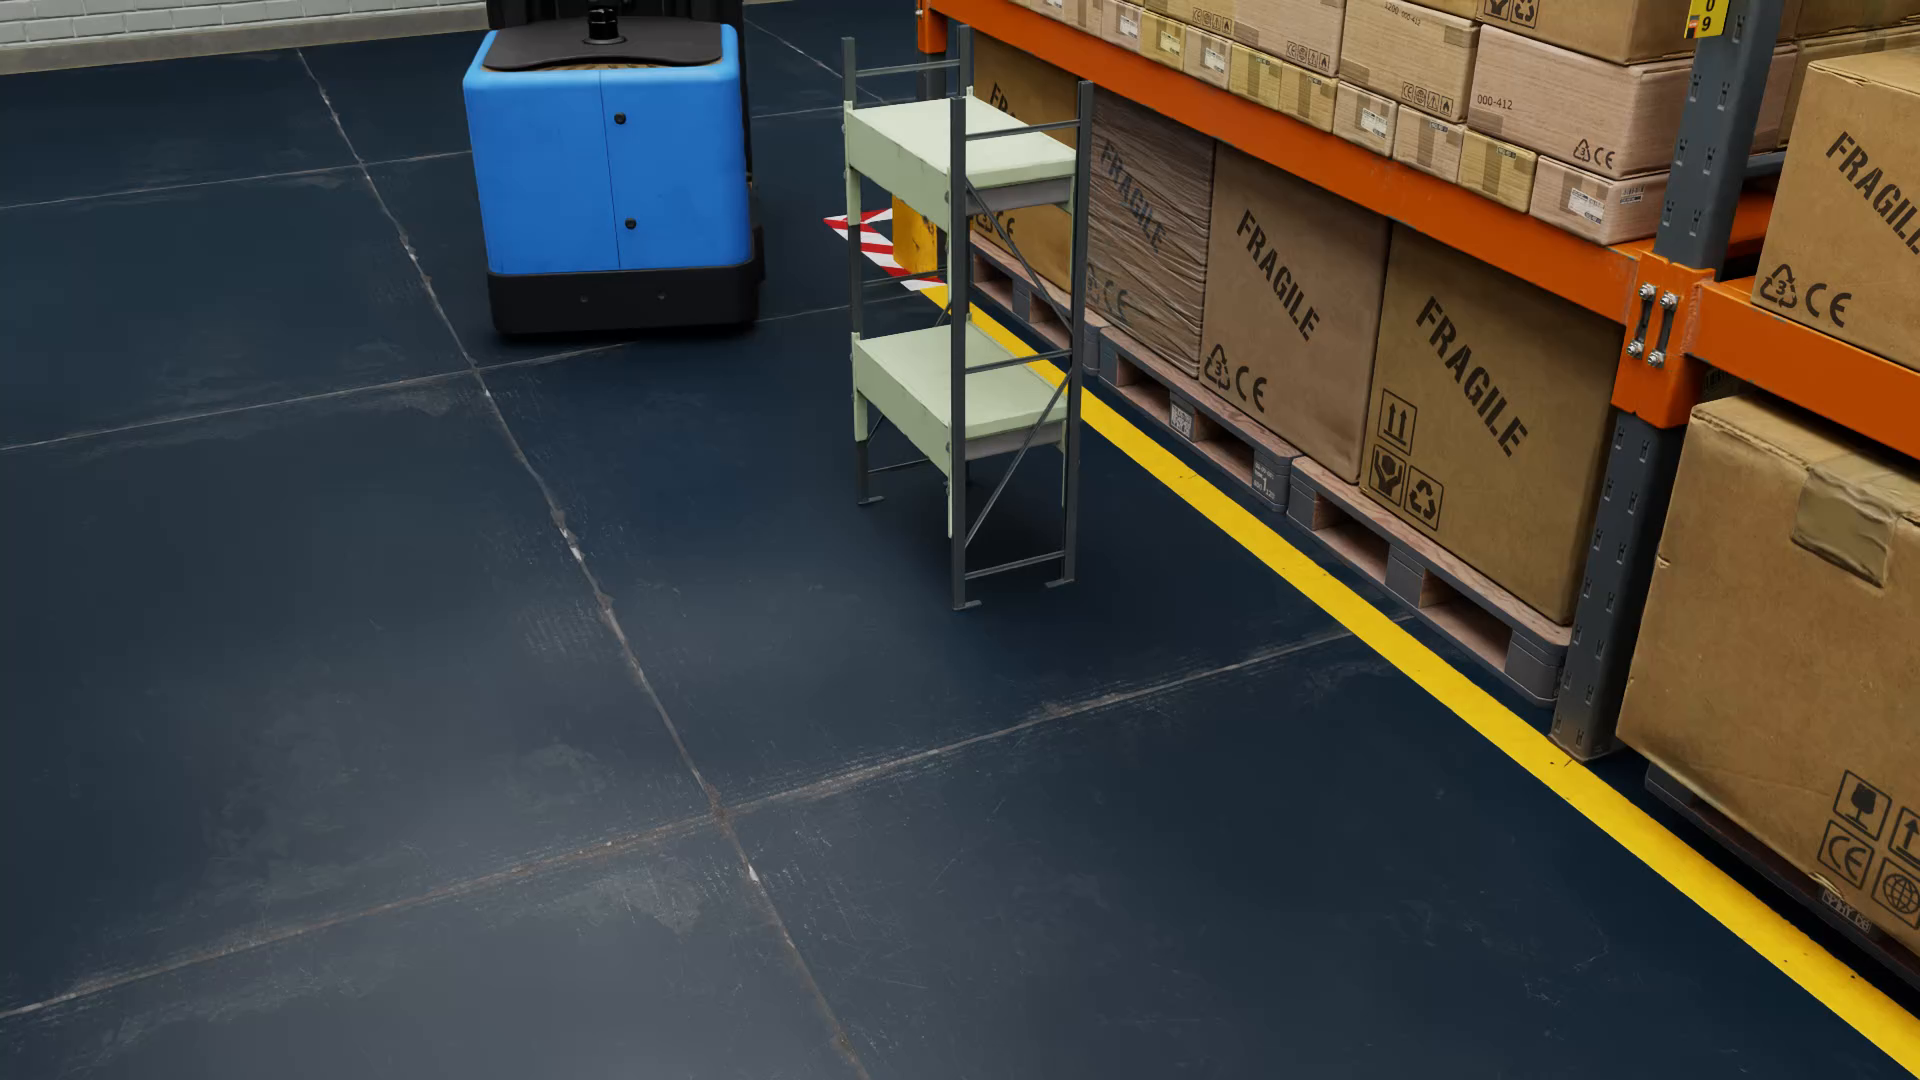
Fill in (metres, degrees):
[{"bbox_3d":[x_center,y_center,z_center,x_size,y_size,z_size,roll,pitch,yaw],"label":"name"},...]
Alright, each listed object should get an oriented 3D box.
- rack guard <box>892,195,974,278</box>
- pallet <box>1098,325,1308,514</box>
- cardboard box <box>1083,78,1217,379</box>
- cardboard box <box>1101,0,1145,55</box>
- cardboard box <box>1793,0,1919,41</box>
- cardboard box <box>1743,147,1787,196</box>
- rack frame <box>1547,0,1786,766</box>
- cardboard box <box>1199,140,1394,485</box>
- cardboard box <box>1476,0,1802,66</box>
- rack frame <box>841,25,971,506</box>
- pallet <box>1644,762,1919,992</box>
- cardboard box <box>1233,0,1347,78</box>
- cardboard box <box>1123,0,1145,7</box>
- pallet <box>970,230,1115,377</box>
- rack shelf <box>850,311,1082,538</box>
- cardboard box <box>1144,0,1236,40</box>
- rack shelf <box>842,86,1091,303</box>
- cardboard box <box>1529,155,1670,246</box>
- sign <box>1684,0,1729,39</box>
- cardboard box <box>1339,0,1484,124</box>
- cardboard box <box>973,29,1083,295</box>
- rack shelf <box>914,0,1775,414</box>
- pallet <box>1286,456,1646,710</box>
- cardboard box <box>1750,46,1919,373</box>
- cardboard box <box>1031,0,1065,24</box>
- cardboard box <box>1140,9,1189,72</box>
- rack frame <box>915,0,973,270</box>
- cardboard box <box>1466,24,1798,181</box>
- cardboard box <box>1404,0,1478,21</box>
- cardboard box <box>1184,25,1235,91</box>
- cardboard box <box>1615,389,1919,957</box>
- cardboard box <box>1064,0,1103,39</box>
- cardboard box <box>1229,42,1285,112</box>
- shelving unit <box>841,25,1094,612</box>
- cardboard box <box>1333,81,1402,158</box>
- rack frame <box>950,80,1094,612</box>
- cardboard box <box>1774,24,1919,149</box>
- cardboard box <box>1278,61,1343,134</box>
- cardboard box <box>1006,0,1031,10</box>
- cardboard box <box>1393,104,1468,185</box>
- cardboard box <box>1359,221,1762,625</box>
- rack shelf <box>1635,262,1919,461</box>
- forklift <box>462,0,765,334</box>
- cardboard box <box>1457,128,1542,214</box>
[{"bbox_3d":[0.278,-1.554,7.510,1.175,0.500,0.348,-13,32,-22],"label":"rack guard"},{"bbox_3d":[1.222,-0.542,6.001,1.003,0.211,1.213,-13,32,-22],"label":"pallet"},{"bbox_3d":[1.026,-1.222,6.106,0.875,0.875,0.875,-13,32,-22],"label":"cardboard box"},{"bbox_3d":[0.696,-1.730,5.526,0.380,0.149,0.250,-13,32,-23],"label":"cardboard box"},{"bbox_3d":[2.030,-1.523,3.982,0.500,0.500,0.500,-13,32,-22],"label":"cardboard box"},{"bbox_3d":[2.178,-0.958,4.148,0.380,0.149,0.250,-13,32,-22],"label":"cardboard box"},{"bbox_3d":[2.005,-0.867,3.729,1.000,3.000,0.127,-13,32,-22],"label":"rack frame"},{"bbox_3d":[1.408,-0.829,5.404,0.875,0.875,0.875,-13,32,-22],"label":"cardboard box"},{"bbox_3d":[1.566,-1.405,3.771,0.500,0.500,0.500,-12,31,-21],"label":"cardboard box"},{"bbox_3d":[-0.154,-0.813,5.166,0.400,1.500,0.023,-13,32,-22],"label":"rack frame"},{"bbox_3d":[2.404,0.675,3.831,1.003,0.211,1.213,-13,32,-22],"label":"pallet"},{"bbox_3d":[1.135,-1.524,4.751,0.500,0.250,0.500,-12,32,-21],"label":"cardboard box"},{"bbox_3d":[0.692,-1.978,5.560,0.500,0.250,0.500,-14,32,-24],"label":"cardboard box"},{"bbox_3d":[0.702,-1.080,6.961,1.003,0.211,1.213,-13,32,-22],"label":"pallet"},{"bbox_3d":[0.003,-0.367,5.037,0.431,0.370,0.720,-13,32,-22],"label":"rack shelf"},{"bbox_3d":[0.920,-1.749,5.151,0.500,0.250,0.500,-14,32,-23],"label":"cardboard box"},{"bbox_3d":[0.003,-0.992,4.687,0.431,0.370,0.720,-13,32,-22],"label":"rack shelf"},{"bbox_3d":[1.578,-0.823,3.908,0.380,0.149,0.250,-13,32,-22],"label":"cardboard box"},{"bbox_3d":[1.504,-1.162,3.289,0.100,0.325,0.005,-13,32,-22],"label":"sign"},{"bbox_3d":[1.354,-1.299,4.349,0.500,0.250,0.500,-12,31,-20],"label":"cardboard box"},{"bbox_3d":[0.635,-1.624,6.822,0.875,0.875,0.875,-13,32,-22],"label":"cardboard box"},{"bbox_3d":[1.146,-1.436,5.480,1.077,0.370,4.000,-13,32,-22],"label":"rack shelf"},{"bbox_3d":[1.749,-0.003,5.039,1.003,0.211,1.213,-13,32,-22],"label":"pallet"},{"bbox_3d":[1.977,-0.655,3.248,0.500,0.500,0.500,-13,32,-22],"label":"cardboard box"},{"bbox_3d":[0.477,-1.957,5.930,0.380,0.149,0.250,-14,32,-23],"label":"cardboard box"},{"bbox_3d":[0.804,-1.619,5.327,0.380,0.149,0.250,-14,32,-23],"label":"cardboard box"},{"bbox_3d":[0.288,-2.634,6.880,1.000,3.000,0.127,-13,32,-22],"label":"rack frame"},{"bbox_3d":[1.578,-1.071,3.942,0.500,0.250,0.500,-14,32,-23],"label":"cardboard box"},{"bbox_3d":[1.355,-1.627,4.167,0.500,0.500,0.500,-13,32,-21],"label":"cardboard box"},{"bbox_3d":[0.918,-1.503,5.121,0.380,0.149,0.250,-13,32,-21],"label":"cardboard box"},{"bbox_3d":[2.298,0.155,3.649,1.225,0.875,0.875,-13,32,-22],"label":"cardboard box"},{"bbox_3d":[0.585,-1.844,5.729,0.380,0.149,0.250,-14,32,-23],"label":"cardboard box"},{"bbox_3d":[1.026,-1.391,4.920,0.380,0.149,0.250,-14,32,-23],"label":"cardboard box"},{"bbox_3d":[0.003,-0.651,4.878,0.431,1.500,0.755,-13,32,-22],"label":"shelving unit"},{"bbox_3d":[1.247,-1.164,4.515,0.380,0.149,0.250,-12,32,-21],"label":"cardboard box"},{"bbox_3d":[0.160,-0.490,4.590,0.400,1.500,0.023,-13,32,-22],"label":"rack frame"},{"bbox_3d":[2.040,-1.193,4.161,0.500,0.250,0.500,-14,32,-23],"label":"cardboard box"},{"bbox_3d":[1.136,-1.277,4.718,0.380,0.149,0.250,-12,32,-21],"label":"cardboard box"},{"bbox_3d":[0.364,-2.072,6.135,0.380,0.149,0.250,-14,32,-23],"label":"cardboard box"},{"bbox_3d":[1.358,-1.050,4.313,0.380,0.149,0.250,-14,32,-23],"label":"cardboard box"},{"bbox_3d":[1.794,-0.431,4.695,0.875,0.875,0.875,-13,32,-22],"label":"cardboard box"},{"bbox_3d":[2.864,0.331,2.329,1.077,0.370,4.000,-13,32,-22],"label":"rack shelf"},{"bbox_3d":[-1.522,-2.788,7.225,1.130,2.935,3.031,-4,29,-7],"label":"forklift"},{"bbox_3d":[1.467,-0.937,4.111,0.380,0.149,0.250,-12,32,-21],"label":"cardboard box"}]
